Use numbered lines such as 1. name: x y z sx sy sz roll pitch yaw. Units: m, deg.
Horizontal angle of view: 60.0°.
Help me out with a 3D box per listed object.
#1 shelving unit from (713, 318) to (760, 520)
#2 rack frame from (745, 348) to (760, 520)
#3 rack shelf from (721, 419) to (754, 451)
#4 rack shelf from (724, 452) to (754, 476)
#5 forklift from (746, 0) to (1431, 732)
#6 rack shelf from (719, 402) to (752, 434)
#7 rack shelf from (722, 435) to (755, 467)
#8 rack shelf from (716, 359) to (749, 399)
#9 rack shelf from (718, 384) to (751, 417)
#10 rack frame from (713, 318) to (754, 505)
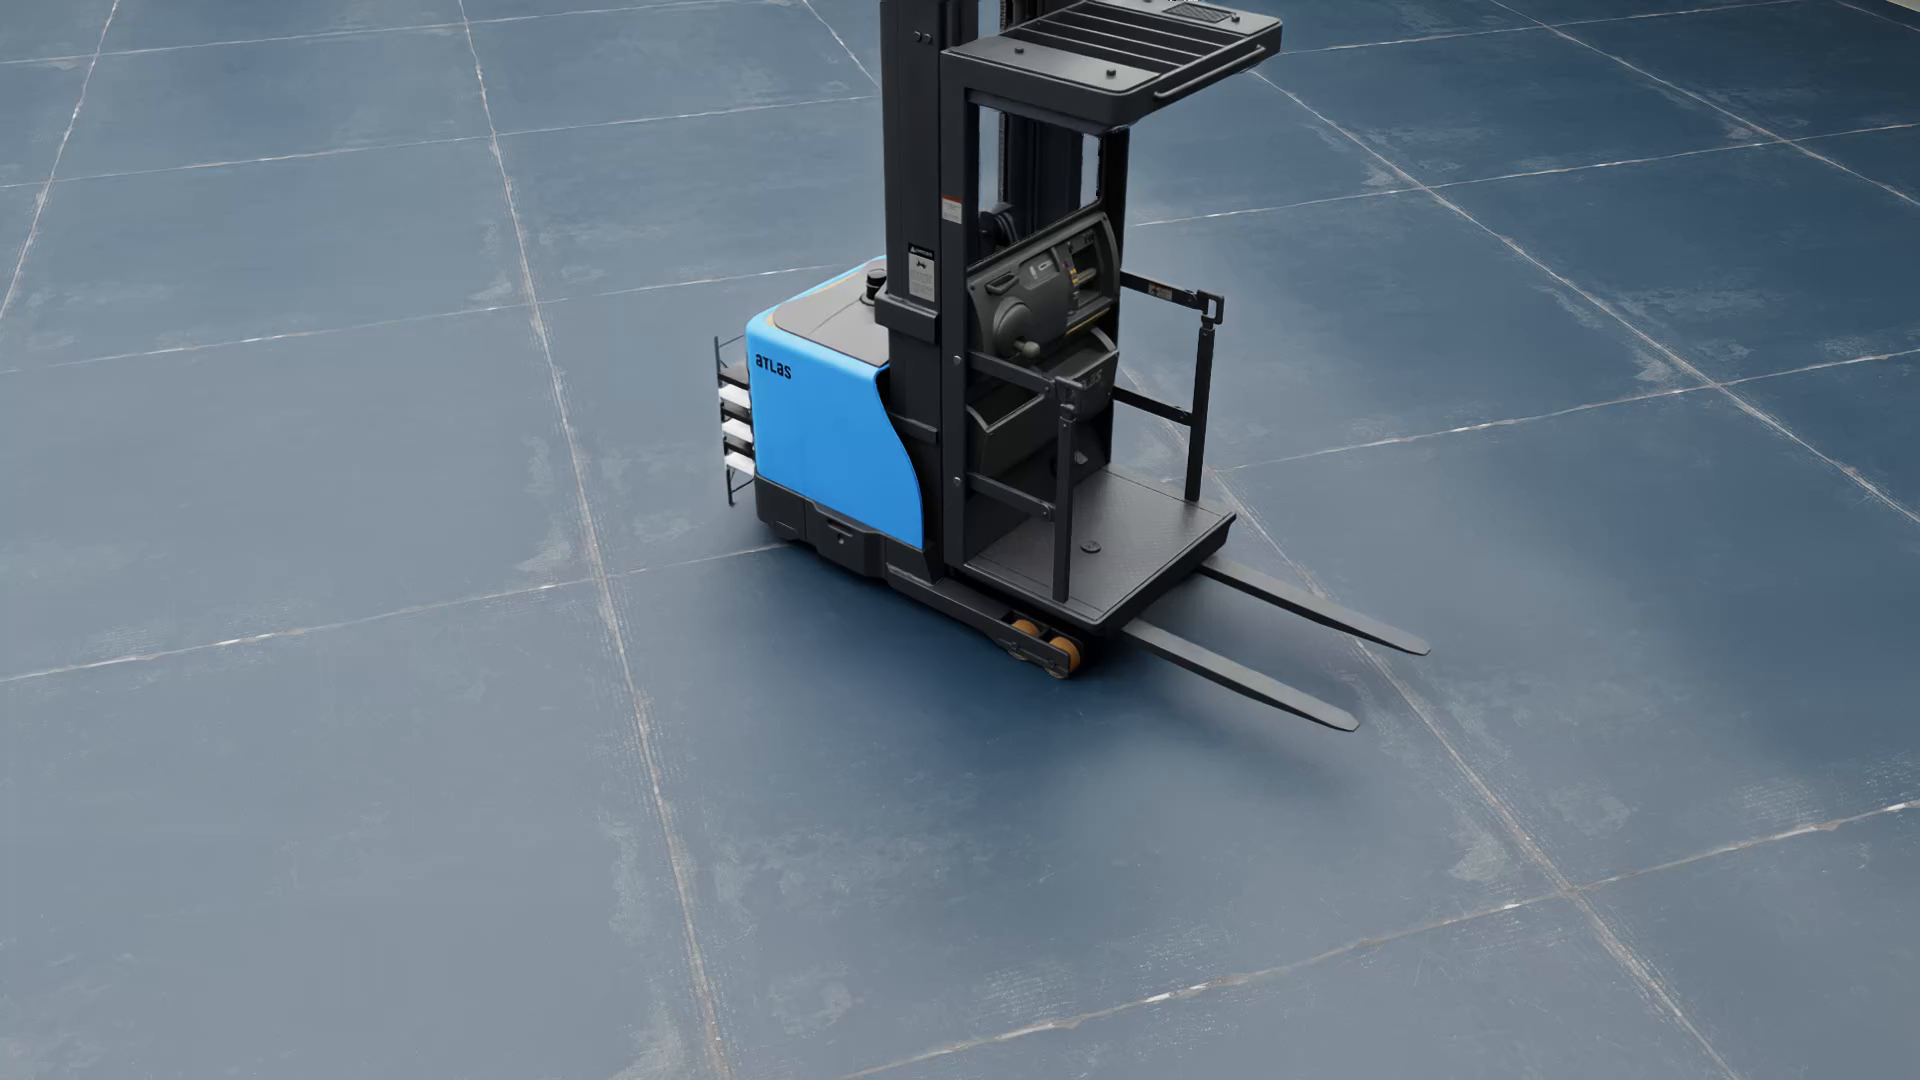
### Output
1. shelving unit: -0.957 -0.559 7.780 0.210 0.900 0.258 24 40 32
2. rack frame: -0.878 -0.524 7.726 0.006 0.900 0.240 24 40 32
3. rack shelf: -0.957 -0.531 7.798 0.200 0.077 0.258 24 40 32
4. rack shelf: -0.957 -0.381 7.897 0.200 0.077 0.258 24 40 32
5. forklift: 0.510 -0.983 6.580 3.031 2.935 1.130 24 40 32
6. rack shelf: -0.957 -0.606 7.748 0.200 0.077 0.258 24 40 32
7. rack shelf: -0.957 -0.456 7.848 0.200 0.077 0.258 24 40 32
8. rack shelf: -0.957 -0.756 7.649 0.200 0.077 0.258 24 40 32
9. rack shelf: -0.957 -0.681 7.699 0.200 0.077 0.258 24 40 32
10. rack frame: -1.036 -0.594 7.833 0.006 0.900 0.240 24 40 32
